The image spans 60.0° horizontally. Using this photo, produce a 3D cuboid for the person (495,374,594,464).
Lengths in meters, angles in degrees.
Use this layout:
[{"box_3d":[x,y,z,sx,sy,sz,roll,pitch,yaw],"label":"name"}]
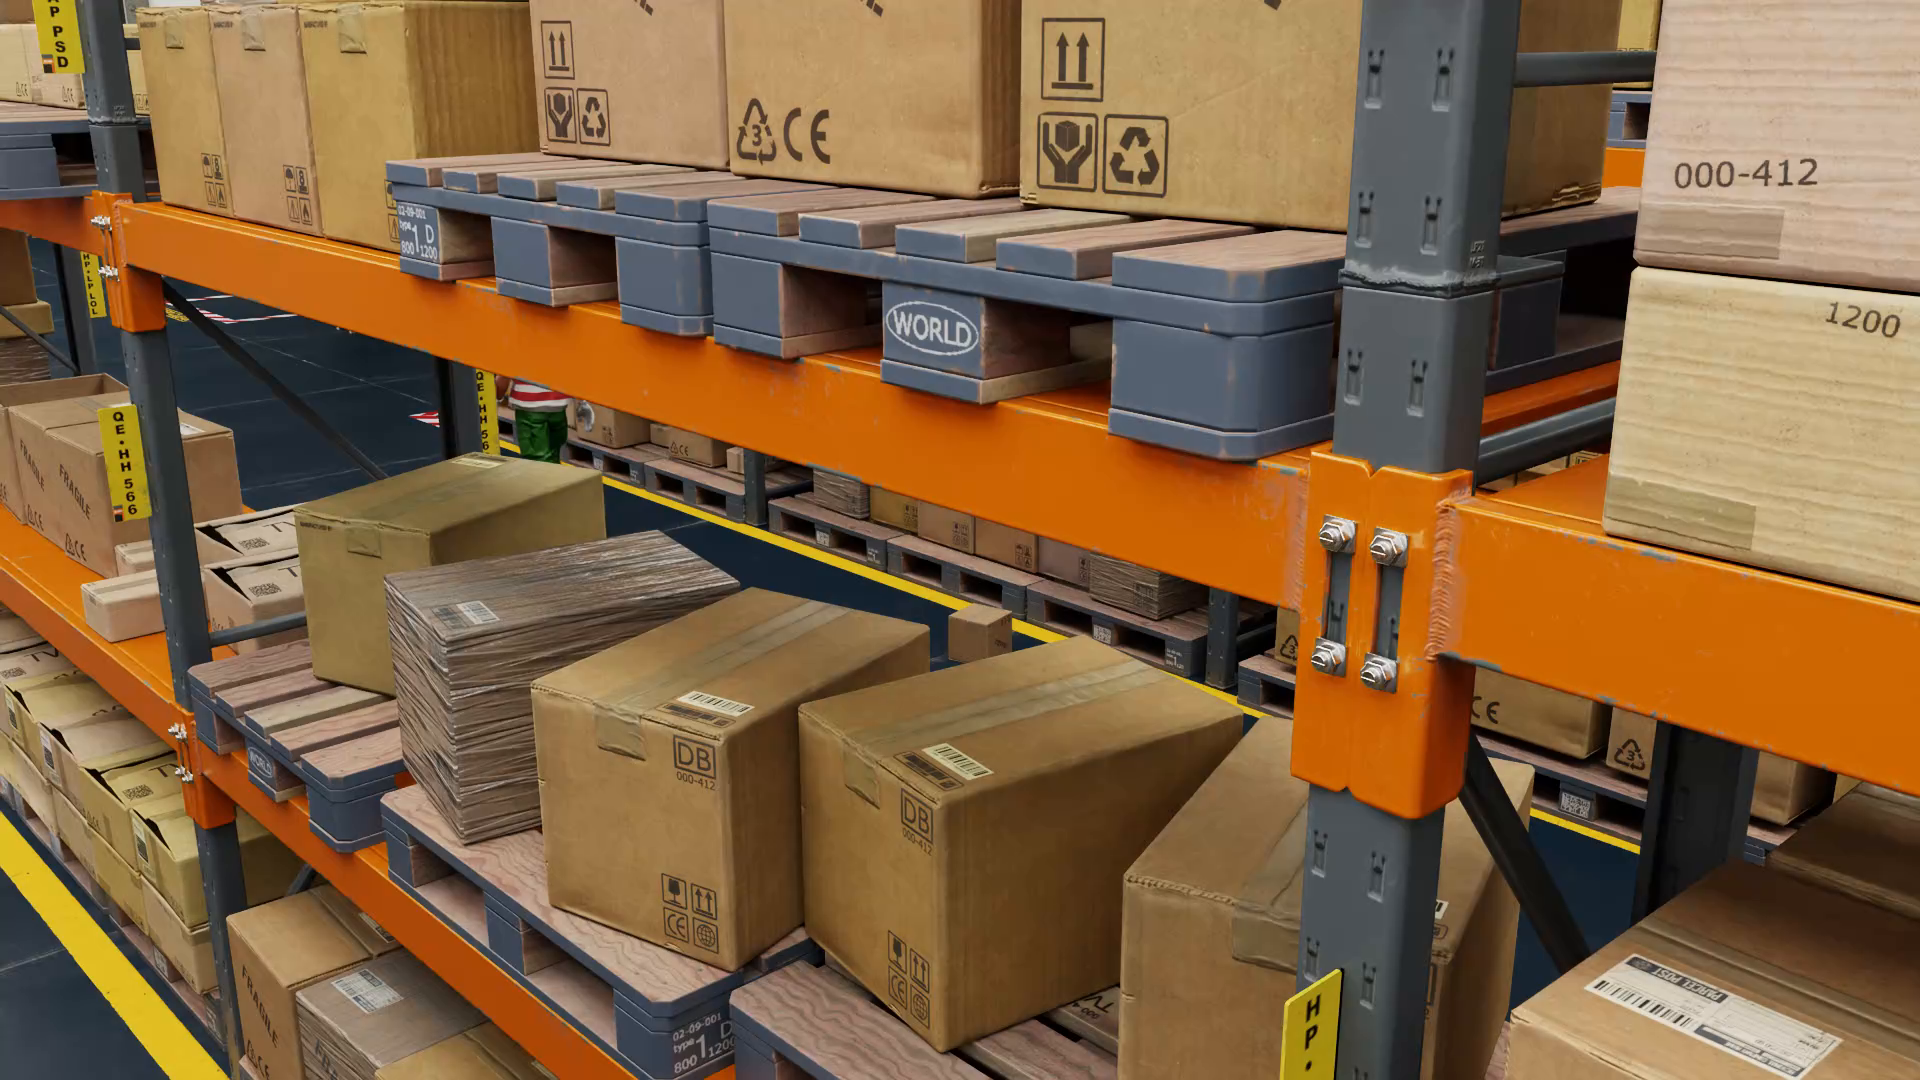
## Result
[{"box_3d":[-2.792,-0.912,10.967,0.584,1.742,1.014,-13,21,-36],"label":"person"}]
